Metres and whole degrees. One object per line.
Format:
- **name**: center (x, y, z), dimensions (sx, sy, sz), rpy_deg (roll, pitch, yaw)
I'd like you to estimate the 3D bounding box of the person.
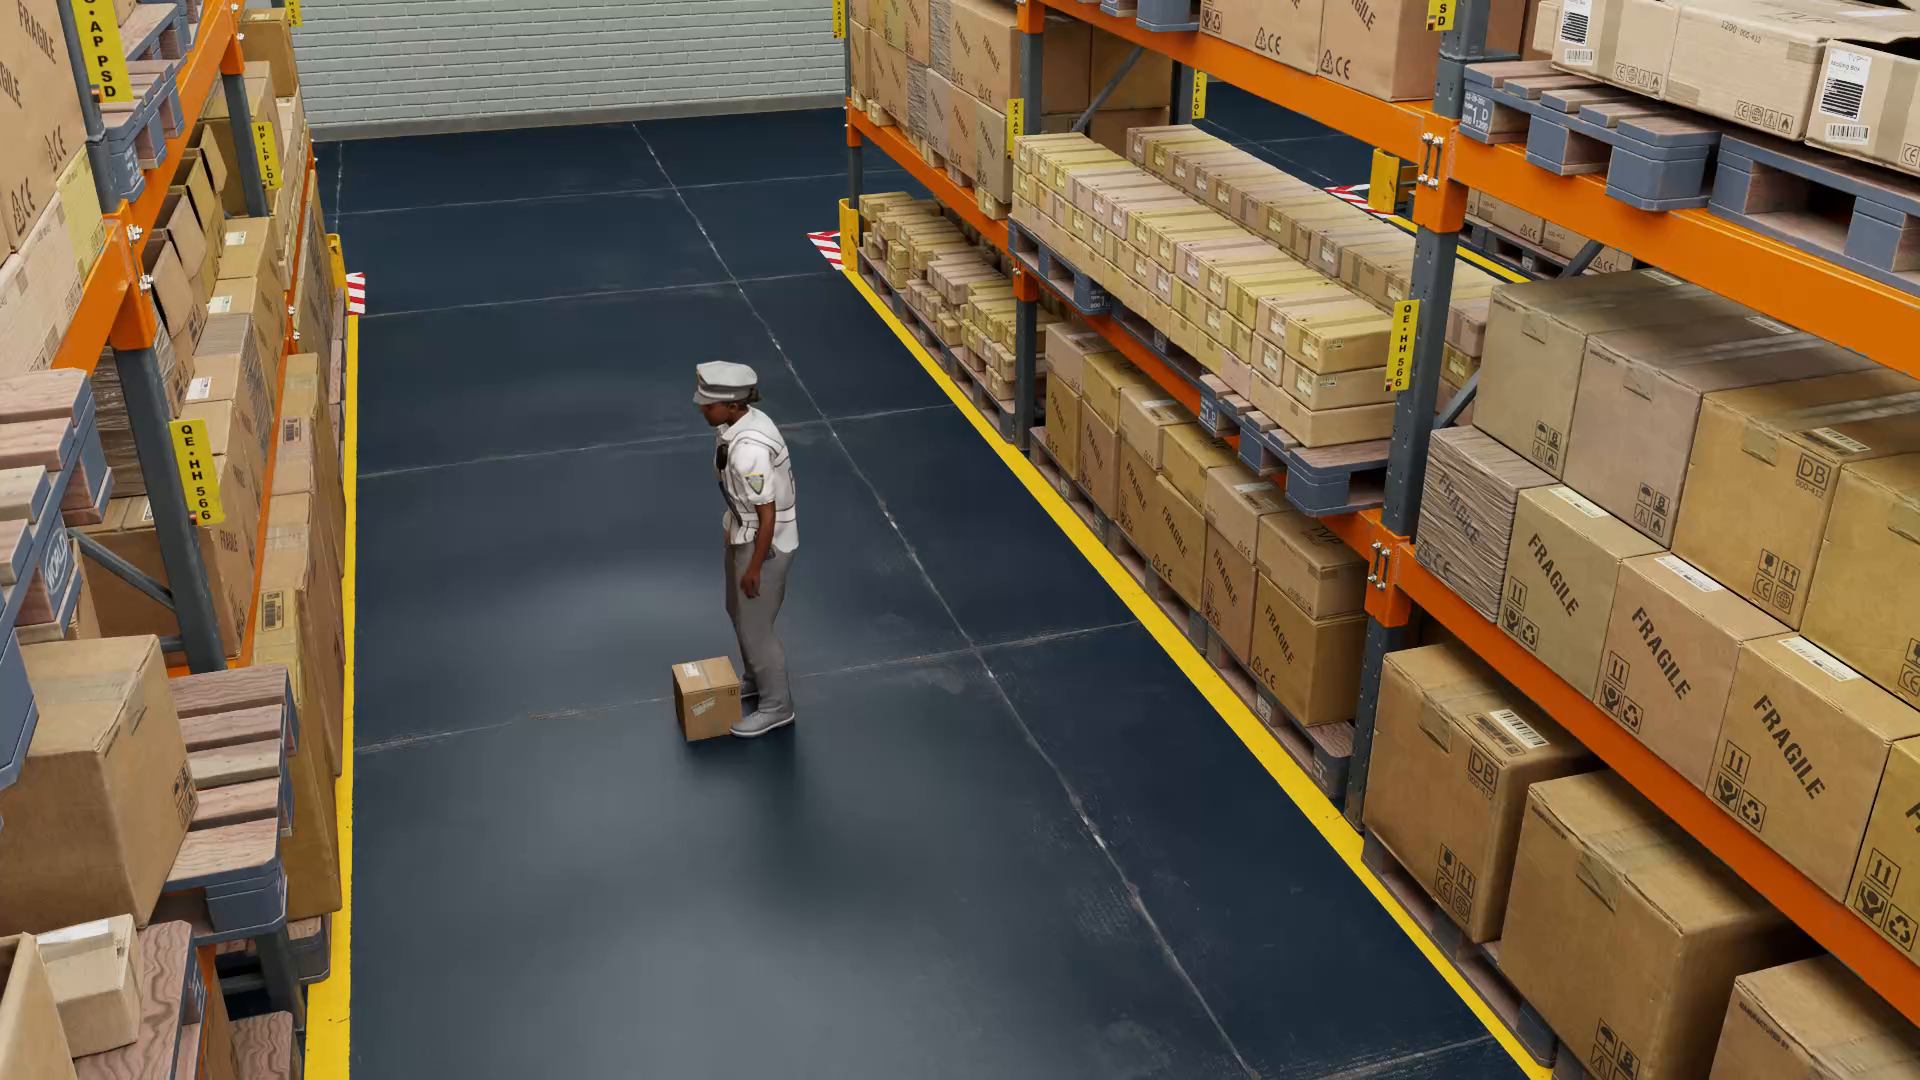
- **person**: center (-0.889, 0.028, 7.059), dimensions (0.392, 1.660, 0.505), rpy_deg (-8, 28, -16)
